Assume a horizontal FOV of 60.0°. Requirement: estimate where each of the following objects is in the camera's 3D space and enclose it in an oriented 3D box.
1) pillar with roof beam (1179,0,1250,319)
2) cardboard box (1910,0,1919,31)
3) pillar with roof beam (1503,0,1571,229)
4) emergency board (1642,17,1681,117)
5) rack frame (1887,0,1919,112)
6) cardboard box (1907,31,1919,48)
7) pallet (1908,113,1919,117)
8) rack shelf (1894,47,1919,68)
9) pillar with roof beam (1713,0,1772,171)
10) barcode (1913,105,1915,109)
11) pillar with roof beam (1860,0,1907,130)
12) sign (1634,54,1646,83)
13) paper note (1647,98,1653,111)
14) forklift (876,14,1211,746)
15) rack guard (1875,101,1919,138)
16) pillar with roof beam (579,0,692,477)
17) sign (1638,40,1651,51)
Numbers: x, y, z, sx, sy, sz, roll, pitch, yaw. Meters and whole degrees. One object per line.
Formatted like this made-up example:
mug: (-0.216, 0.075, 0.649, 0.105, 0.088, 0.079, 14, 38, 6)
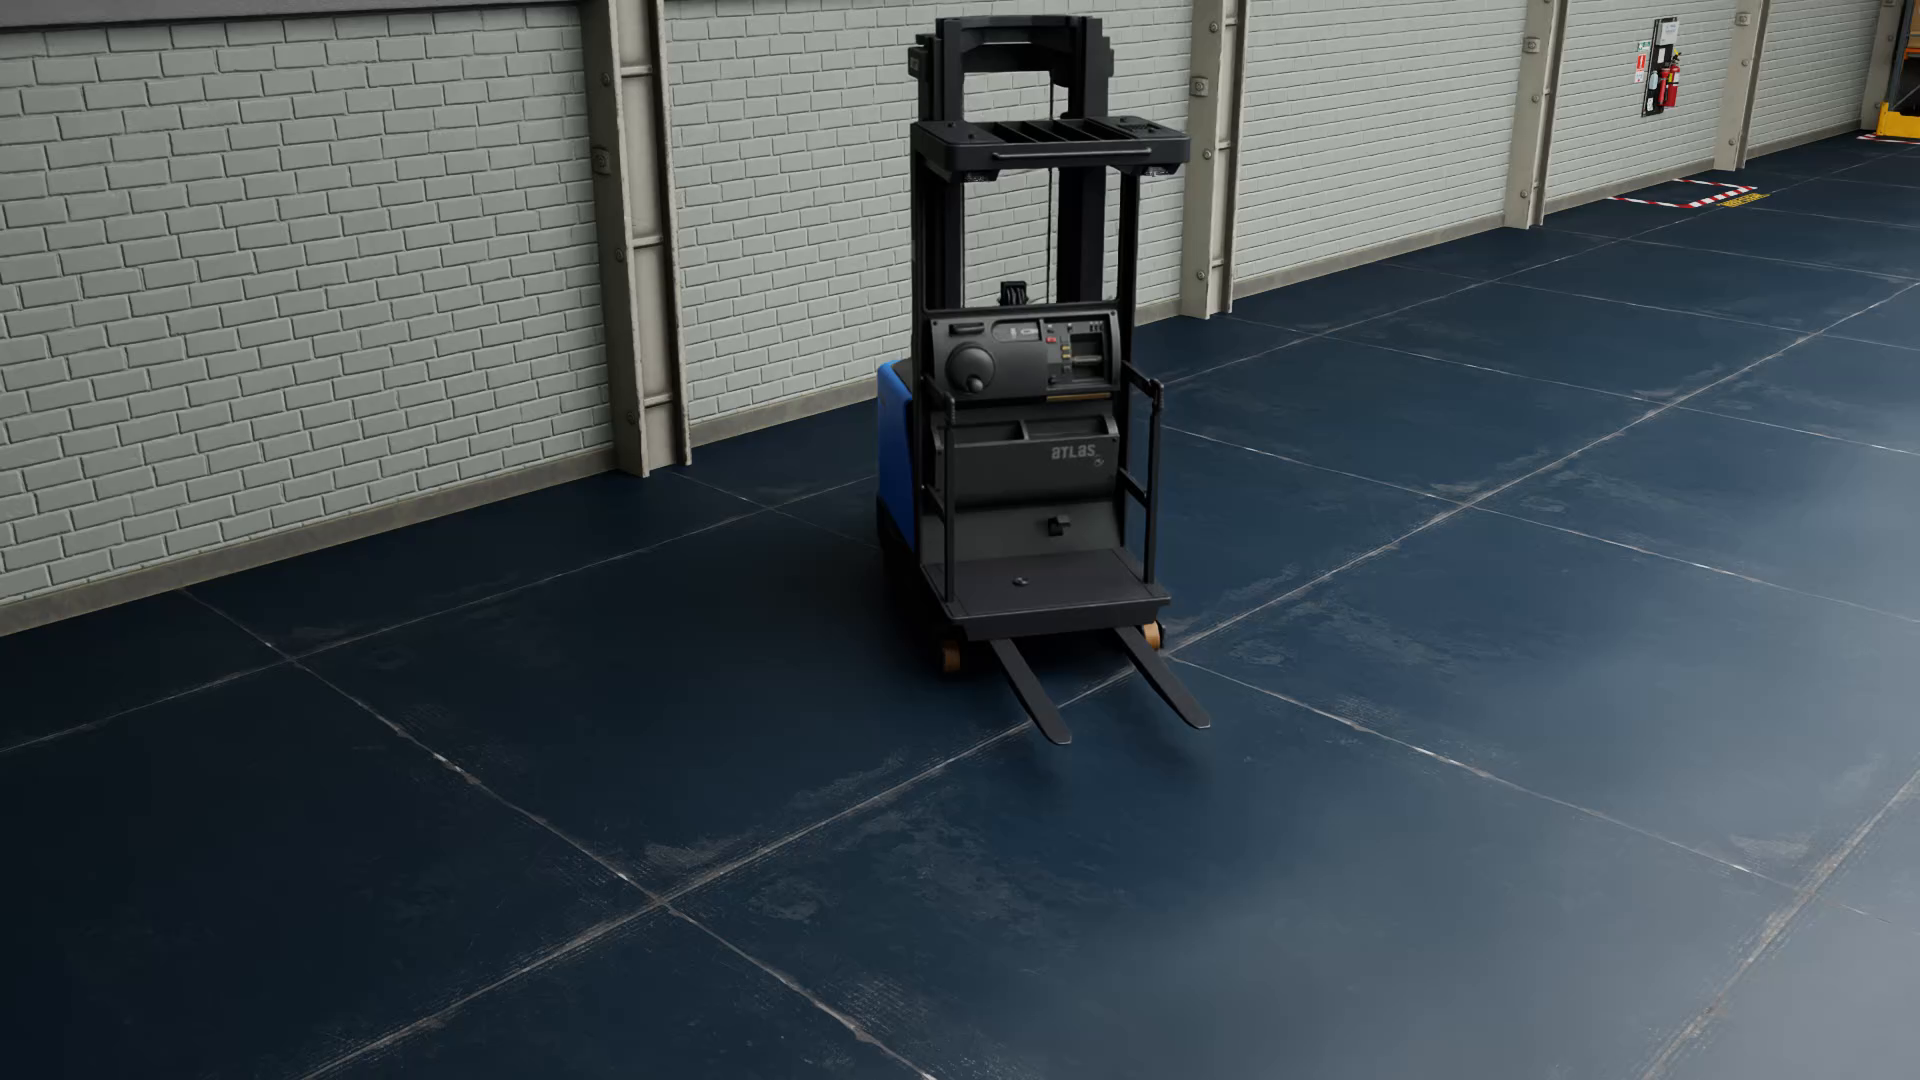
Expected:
pillar with roof beam: (5.273, -5.152, 10.436, 9.100, 9.000, 0.400, 19, 28, 41)
cardboard box: (15.054, -8.124, 25.665, 0.500, 0.500, 0.500, 19, 28, 40)
pillar with roof beam: (9.459, -6.695, 14.449, 9.100, 9.000, 0.400, 19, 28, 41)
emergency board: (8.809, -5.888, 20.713, 0.194, 1.169, 0.643, 19, 28, 41)
rack frame: (14.877, -7.660, 25.323, 1.000, 3.000, 0.127, 19, 28, 41)
cardboard box: (15.064, -7.768, 25.785, 0.500, 0.250, 0.500, -20, 28, -41)
pallet: (15.522, -6.578, 26.394, 1.003, 0.211, 1.213, 19, 28, 41)
rack shelf: (16.272, -7.838, 26.789, 1.077, 0.370, 4.000, 19, 28, 41)
pillar with roof beam: (13.645, -8.237, 18.462, 9.100, 9.000, 0.400, 19, 28, 41)
barcode: (15.150, -6.875, 26.401, 0.001, 0.075, 0.075, 19, 28, 41)
pillar with roof beam: (17.830, -9.779, 22.474, 9.100, 9.000, 0.400, 19, 28, 41)
sign: (8.349, -5.789, 20.404, 0.001, 0.329, 0.234, 19, 28, 41)
paper note: (8.636, -5.449, 20.798, 0.016, 0.148, 0.142, 19, 28, 41)
forklift: (0.369, -0.881, 7.783, 1.130, 2.935, 3.031, -5, 22, -13)
rack guard: (14.930, -6.513, 25.822, 1.175, 0.500, 0.348, 19, 28, 41)
pillar with roof beam: (1.088, -3.610, 6.424, 9.100, 9.000, 0.400, 19, 28, 41)
sign: (8.359, -6.035, 20.307, 0.001, 0.109, 0.331, 19, 28, 41)
